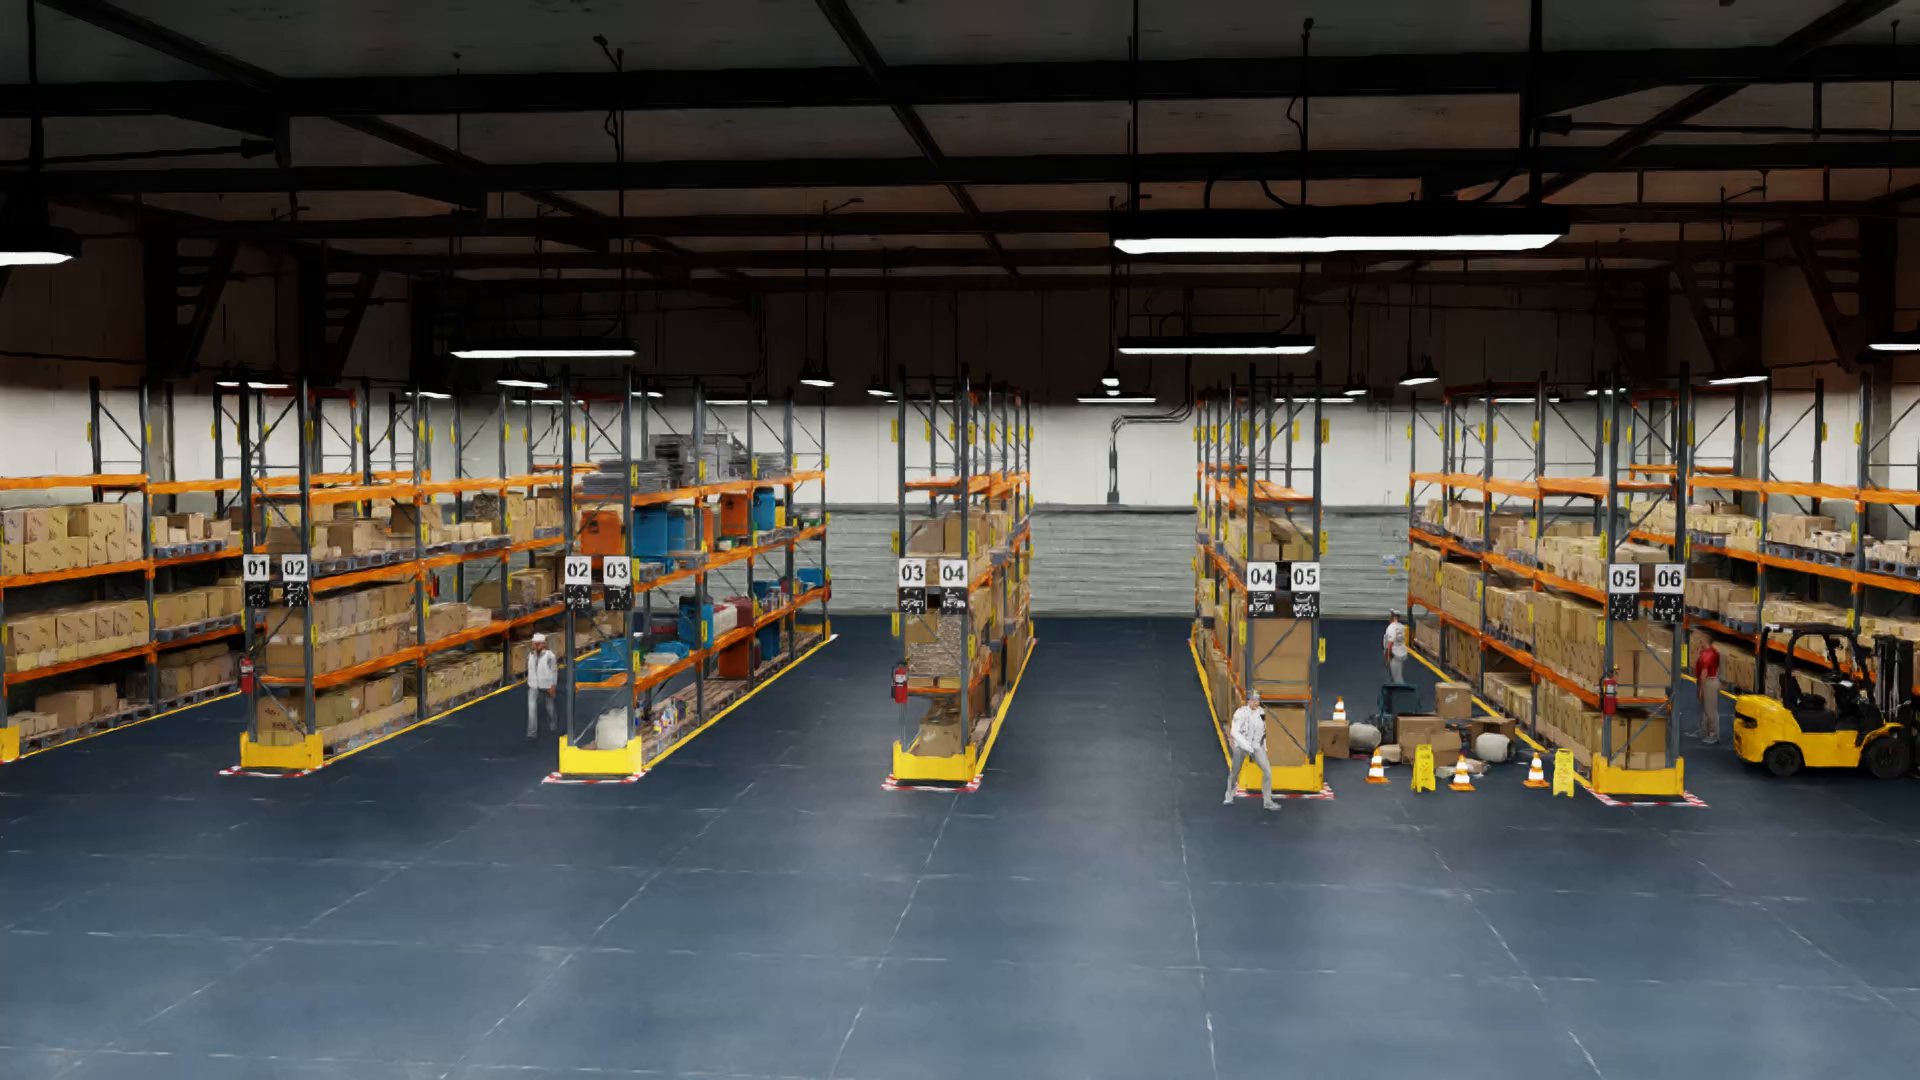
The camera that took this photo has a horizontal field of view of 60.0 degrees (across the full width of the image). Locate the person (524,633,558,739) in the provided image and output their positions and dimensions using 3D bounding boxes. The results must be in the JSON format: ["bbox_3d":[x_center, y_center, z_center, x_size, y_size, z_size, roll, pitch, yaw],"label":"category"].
[{"bbox_3d":[-6.880,2.384,27.394,0.555,1.725,1.029,0,4,5],"label":"person"}]

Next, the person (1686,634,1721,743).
[{"bbox_3d":[12.112,2.391,27.041,0.586,1.723,0.653,3,5,36],"label":"person"}]

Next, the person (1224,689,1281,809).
[{"bbox_3d":[3.871,2.760,22.234,0.634,1.610,0.798,-1,4,-13],"label":"person"}]

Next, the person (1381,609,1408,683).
[{"bbox_3d":[7.980,2.148,30.644,0.580,1.746,0.654,2,4,33],"label":"person"}]
